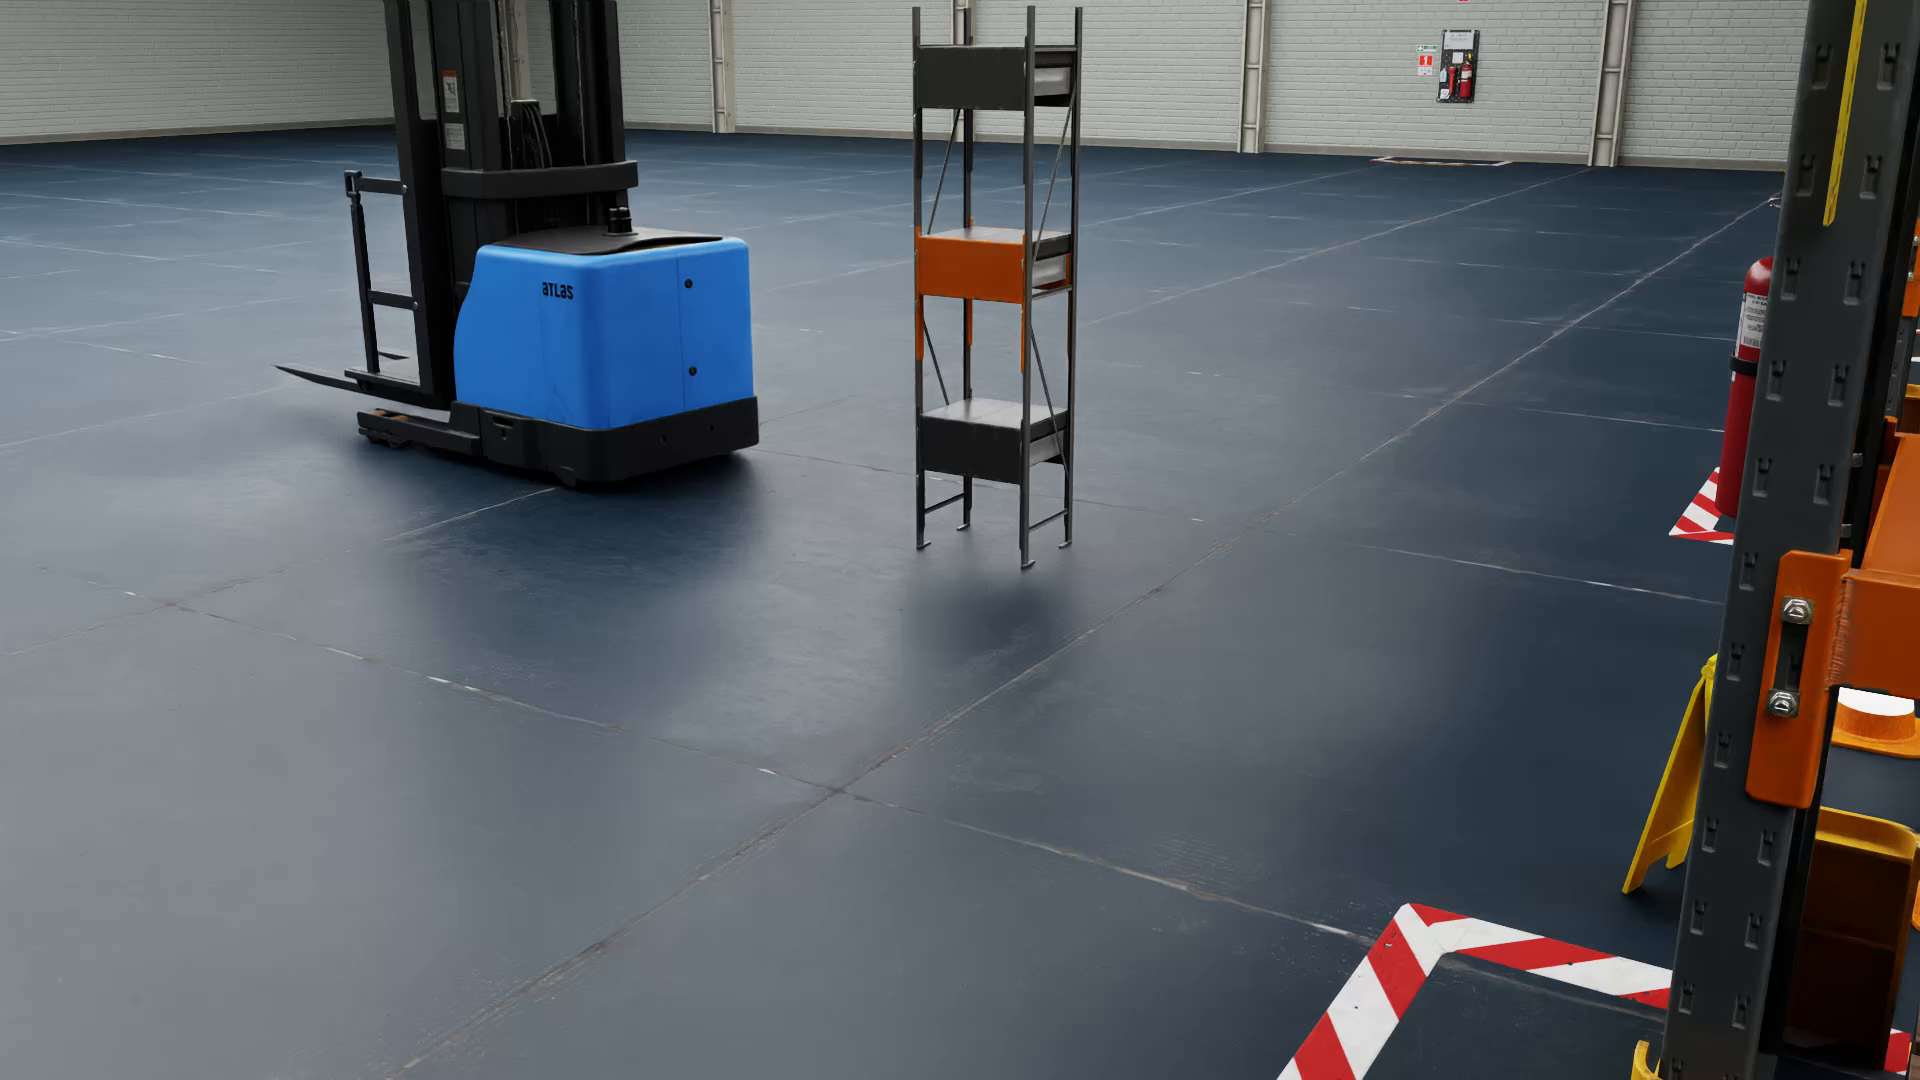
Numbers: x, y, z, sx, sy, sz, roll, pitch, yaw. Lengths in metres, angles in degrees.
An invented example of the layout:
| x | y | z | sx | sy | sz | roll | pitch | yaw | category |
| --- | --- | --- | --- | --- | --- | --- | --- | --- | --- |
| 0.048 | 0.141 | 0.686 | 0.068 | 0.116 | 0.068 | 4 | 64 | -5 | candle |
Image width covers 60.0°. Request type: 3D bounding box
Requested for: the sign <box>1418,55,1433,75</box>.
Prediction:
| x | y | z | sx | sy | sz | roll | pitch | yaw | category |
| --- | --- | --- | --- | --- | --- | --- | --- | --- | --- |
| 7.788 | -7.947 | 27.820 | 0.234 | 0.329 | 0.001 | 10 | 20 | 30 | sign |

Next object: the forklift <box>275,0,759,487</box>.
| x | y | z | sx | sy | sz | roll | pitch | yaw | category |
| --- | --- | --- | --- | --- | --- | --- | --- | --- | --- |
| -2.460 | -1.973 | 8.333 | 3.031 | 2.935 | 1.130 | 13 | 21 | 37 | forklift |

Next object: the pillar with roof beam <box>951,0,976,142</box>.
| x | y | z | sx | sy | sz | roll | pitch | yaw | category |
| --- | --- | --- | --- | --- | --- | --- | --- | --- | --- |
| -2.188 | -11.064 | 27.823 | 0.400 | 9.000 | 9.100 | 10 | 20 | 30 | pillar with roof beam |

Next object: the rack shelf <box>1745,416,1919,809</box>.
| x | y | z | sx | sy | sz | roll | pitch | yaw | category |
| --- | --- | --- | --- | --- | --- | --- | --- | --- | --- |
| 3.095 | 0.369 | 1.744 | 4.000 | 0.370 | 1.077 | 10 | 20 | 30 | rack shelf |

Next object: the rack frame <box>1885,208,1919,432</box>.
| x | y | z | sx | sy | sz | roll | pitch | yaw | category |
| --- | --- | --- | --- | --- | --- | --- | --- | --- | --- |
| 3.896 | -1.521 | 6.728 | 0.127 | 3.000 | 1.000 | 10 | 20 | 30 | rack frame |

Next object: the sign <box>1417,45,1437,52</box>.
| x | y | z | sx | sy | sz | roll | pitch | yaw | category |
| --- | --- | --- | --- | --- | --- | --- | --- | --- | --- |
| 7.787 | -8.197 | 27.734 | 0.331 | 0.109 | 0.001 | 10 | 20 | 30 | sign |

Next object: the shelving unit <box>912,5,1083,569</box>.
| x | y | z | sx | sy | sz | roll | pitch | yaw | category |
| --- | --- | --- | --- | --- | --- | --- | --- | --- | --- |
| 0.141 | -0.979 | 6.493 | 0.503 | 2.100 | 0.431 | 10 | 20 | 30 | shelving unit |

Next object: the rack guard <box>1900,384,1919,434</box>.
| x | y | z | sx | sy | sz | roll | pitch | yaw | category |
| --- | --- | --- | --- | --- | --- | --- | --- | --- | --- |
| 3.875 | -0.329 | 7.103 | 0.348 | 0.500 | 1.175 | 10 | 20 | 30 | rack guard |

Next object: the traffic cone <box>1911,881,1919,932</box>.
| x | y | z | sx | sy | sz | roll | pitch | yaw | category |
| --- | --- | --- | --- | --- | --- | --- | --- | --- | --- |
| 2.433 | 0.680 | 3.846 | 0.334 | 0.463 | 0.336 | 10 | 20 | 30 | traffic cone |

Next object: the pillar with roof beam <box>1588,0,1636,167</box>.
| x | y | z | sx | sy | sz | roll | pitch | yaw | category |
| --- | --- | --- | --- | --- | --- | --- | --- | --- | --- |
| 8.038 | -9.239 | 21.814 | 0.400 | 9.000 | 9.100 | 10 | 20 | 30 | pillar with roof beam |

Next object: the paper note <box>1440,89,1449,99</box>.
| x | y | z | sx | sy | sz | roll | pitch | yaw | category |
| --- | --- | --- | --- | --- | --- | --- | --- | --- | --- |
| 8.090 | -7.443 | 27.738 | 0.142 | 0.148 | 0.016 | 10 | 20 | 30 | paper note |

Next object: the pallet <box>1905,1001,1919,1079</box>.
| x | y | z | sx | sy | sz | roll | pitch | yaw | category |
| --- | --- | --- | --- | --- | --- | --- | --- | --- | --- |
| 2.130 | 1.198 | 2.573 | 1.213 | 0.211 | 1.003 | 10 | 20 | 30 | pallet |

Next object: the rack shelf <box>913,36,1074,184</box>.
| x | y | z | sx | sy | sz | roll | pitch | yaw | category |
| --- | --- | --- | --- | --- | --- | --- | --- | --- | --- |
| 0.141 | -1.636 | 6.294 | 0.480 | 0.518 | 0.431 | 10 | 20 | 30 | rack shelf |

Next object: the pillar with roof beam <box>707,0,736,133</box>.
| x | y | z | sx | sy | sz | roll | pitch | yaw | category |
| --- | --- | --- | --- | --- | --- | --- | --- | --- | --- |
| -7.300 | -11.977 | 30.828 | 0.400 | 9.000 | 9.100 | 10 | 20 | 30 | pillar with roof beam |

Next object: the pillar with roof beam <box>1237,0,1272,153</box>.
| x | y | z | sx | sy | sz | roll | pitch | yaw | category |
| --- | --- | --- | --- | --- | --- | --- | --- | --- | --- |
| 2.925 | -10.152 | 24.819 | 0.400 | 9.000 | 9.100 | 10 | 20 | 30 | pillar with roof beam |

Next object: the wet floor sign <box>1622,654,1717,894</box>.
| x | y | z | sx | sy | sz | roll | pitch | yaw | category |
| --- | --- | --- | --- | --- | --- | --- | --- | --- | --- |
| 1.789 | 0.553 | 3.951 | 0.267 | 0.644 | 0.232 | -13 | 21 | -37 | wet floor sign |

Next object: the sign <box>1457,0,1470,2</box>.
| x | y | z | sx | sy | sz | roll | pitch | yaw | category |
| --- | --- | --- | --- | --- | --- | --- | --- | --- | --- |
| 8.250 | -8.955 | 27.213 | 0.199 | 0.298 | 0.001 | 10 | 20 | 30 | sign |

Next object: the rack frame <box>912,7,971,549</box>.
| x | y | z | sx | sy | sz | roll | pitch | yaw | category |
| --- | --- | --- | --- | --- | --- | --- | --- | --- | --- |
| -0.067 | -1.017 | 6.615 | 0.015 | 2.100 | 0.400 | 10 | 20 | 30 | rack frame |

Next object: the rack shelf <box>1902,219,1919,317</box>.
| x | y | z | sx | sy | sz | roll | pitch | yaw | category |
| --- | --- | --- | --- | --- | --- | --- | --- | --- | --- |
| 5.600 | -0.873 | 5.831 | 4.000 | 0.370 | 1.077 | 10 | 20 | 30 | rack shelf |

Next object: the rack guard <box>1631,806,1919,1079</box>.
| x | y | z | sx | sy | sz | roll | pitch | yaw | category |
| --- | --- | --- | --- | --- | --- | --- | --- | --- | --- |
| 1.456 | 0.928 | 2.966 | 0.348 | 0.500 | 1.175 | 10 | 20 | 30 | rack guard |

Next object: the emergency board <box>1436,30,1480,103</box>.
| x | y | z | sx | sy | sz | roll | pitch | yaw | category |
| --- | --- | --- | --- | --- | --- | --- | --- | --- | --- |
| 8.205 | -7.820 | 27.465 | 0.643 | 1.169 | 0.194 | 10 | 20 | 30 | emergency board |

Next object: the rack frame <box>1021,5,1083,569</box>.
| x | y | z | sx | sy | sz | roll | pitch | yaw | category |
| --- | --- | --- | --- | --- | --- | --- | --- | --- | --- |
| 0.349 | -0.942 | 6.371 | 0.015 | 2.100 | 0.400 | 10 | 20 | 30 | rack frame |

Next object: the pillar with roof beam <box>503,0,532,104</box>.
| x | y | z | sx | sy | sz | roll | pitch | yaw | category |
| --- | --- | --- | --- | --- | --- | --- | --- | --- | --- |
| -12.413 | -12.890 | 33.832 | 0.400 | 9.000 | 9.100 | 10 | 20 | 30 | pillar with roof beam |

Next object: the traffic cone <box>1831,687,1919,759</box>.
| x | y | z | sx | sy | sz | roll | pitch | yaw | category |
| --- | --- | --- | --- | --- | --- | --- | --- | --- | --- |
| 2.724 | 0.353 | 4.921 | 0.334 | 0.463 | 0.336 | 10 | 20 | 30 | traffic cone |

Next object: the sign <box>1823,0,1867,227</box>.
| x | y | z | sx | sy | sz | roll | pitch | yaw | category |
| --- | --- | --- | --- | --- | --- | --- | --- | --- | --- |
| 1.107 | -0.559 | 2.073 | 0.005 | 0.325 | 0.100 | 10 | 20 | 30 | sign |

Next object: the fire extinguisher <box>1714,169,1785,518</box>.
| x | y | z | sx | sy | sz | roll | pitch | yaw | category |
| --- | --- | --- | --- | --- | --- | --- | --- | --- | --- |
| 1.535 | -0.374 | 3.085 | 0.183 | 0.674 | 0.296 | 10 | 20 | 30 | fire extinguisher |

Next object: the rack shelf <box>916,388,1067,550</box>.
| x | y | z | sx | sy | sz | roll | pitch | yaw | category |
| --- | --- | --- | --- | --- | --- | --- | --- | --- | --- |
| 0.141 | -0.297 | 6.701 | 0.480 | 0.518 | 0.431 | 10 | 20 | 30 | rack shelf |

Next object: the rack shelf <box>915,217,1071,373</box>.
| x | y | z | sx | sy | sz | roll | pitch | yaw | category |
| --- | --- | --- | --- | --- | --- | --- | --- | --- | --- |
| 0.141 | -0.966 | 6.497 | 0.480 | 0.518 | 0.431 | 10 | 20 | 30 | rack shelf |

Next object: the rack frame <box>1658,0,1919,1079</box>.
| x | y | z | sx | sy | sz | roll | pitch | yaw | category |
| --- | --- | --- | --- | --- | --- | --- | --- | --- | --- |
| 1.391 | -0.280 | 2.641 | 0.127 | 3.000 | 1.000 | 10 | 20 | 30 | rack frame |
